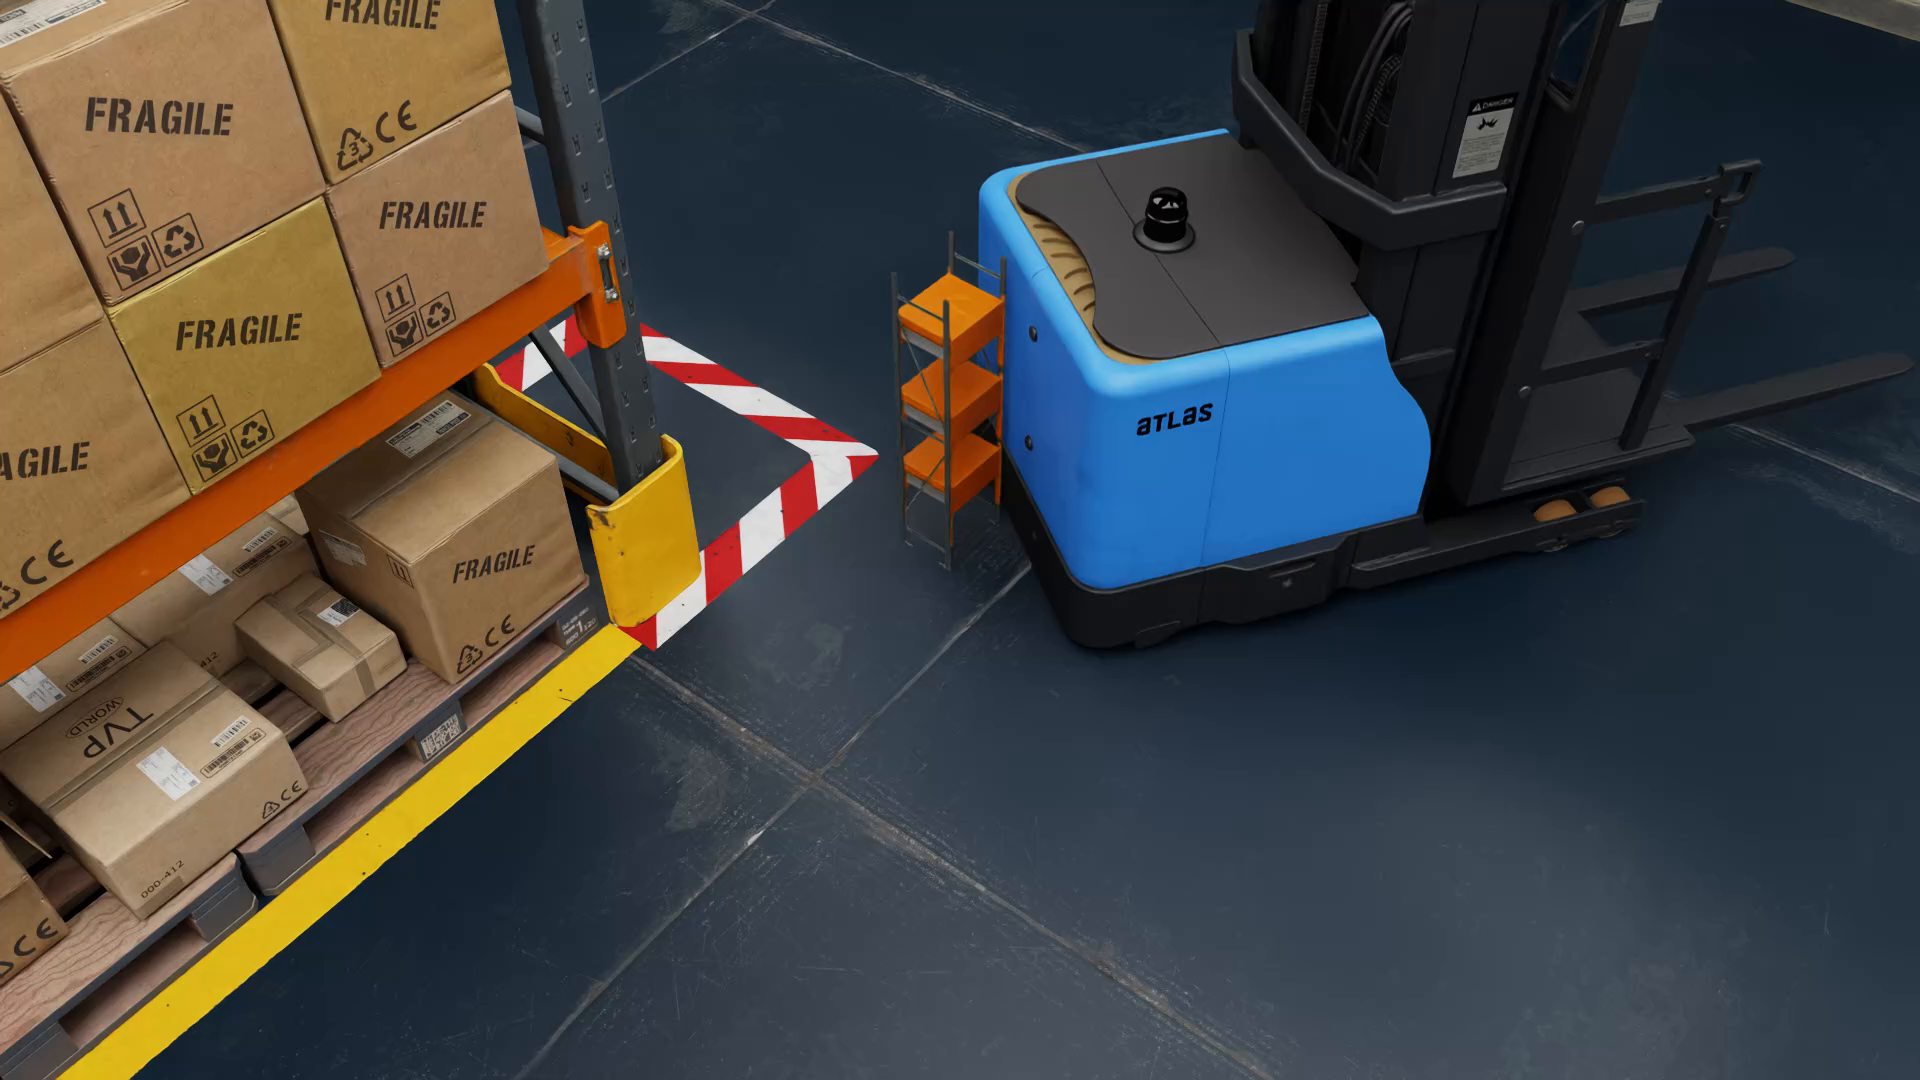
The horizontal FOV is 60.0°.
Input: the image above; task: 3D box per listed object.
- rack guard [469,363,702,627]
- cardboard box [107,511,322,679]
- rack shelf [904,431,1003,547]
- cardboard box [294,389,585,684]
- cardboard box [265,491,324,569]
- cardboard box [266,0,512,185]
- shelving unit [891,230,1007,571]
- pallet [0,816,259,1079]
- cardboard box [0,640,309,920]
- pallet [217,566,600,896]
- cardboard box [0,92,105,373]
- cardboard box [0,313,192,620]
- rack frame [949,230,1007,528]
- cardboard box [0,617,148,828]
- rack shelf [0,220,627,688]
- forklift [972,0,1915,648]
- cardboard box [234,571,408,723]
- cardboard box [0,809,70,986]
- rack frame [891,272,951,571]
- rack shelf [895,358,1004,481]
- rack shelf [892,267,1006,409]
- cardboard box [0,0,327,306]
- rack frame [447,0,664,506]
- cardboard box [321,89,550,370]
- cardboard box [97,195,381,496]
[{"bbox_3d":[-1.343,-0.247,5.141,1.175,0.500,0.348,29,53,25],"label":"rack guard"},{"bbox_3d":[-2.159,0.115,4.663,0.500,0.250,0.500,29,53,25],"label":"cardboard box"},{"bbox_3d":[-0.029,-0.183,5.097,0.215,0.259,0.240,31,54,26],"label":"rack shelf"},{"bbox_3d":[-1.434,-0.023,4.622,0.500,0.500,0.500,29,53,25],"label":"cardboard box"},{"bbox_3d":[-1.977,-0.097,4.923,0.380,0.166,0.250,29,53,25],"label":"cardboard box"},{"bbox_3d":[-1.351,-1.158,3.521,0.500,0.500,0.500,29,53,25],"label":"cardboard box"},{"bbox_3d":[-0.029,-0.382,4.889,0.215,1.050,0.252,31,54,26],"label":"shelving unit"},{"bbox_3d":[-2.576,1.004,4.145,1.003,0.211,1.213,29,53,25],"label":"pallet"},{"bbox_3d":[-2.038,0.594,4.206,0.500,0.250,0.500,29,53,25],"label":"cardboard box"},{"bbox_3d":[-1.830,0.309,4.809,1.003,0.211,1.213,29,53,25],"label":"pallet"},{"bbox_3d":[-1.972,-0.570,2.959,0.500,0.500,0.500,31,54,26],"label":"cardboard box"},{"bbox_3d":[-1.979,-0.231,3.327,0.500,0.500,0.500,30,53,25],"label":"cardboard box"},{"bbox_3d":[0.049,-0.450,4.954,0.200,1.050,0.008,31,54,26],"label":"rack frame"},{"bbox_3d":[-2.465,0.401,4.389,0.500,0.250,0.500,29,53,25],"label":"cardboard box"},{"bbox_3d":[-2.519,0.239,3.445,1.077,0.370,4.000,29,53,25],"label":"rack shelf"},{"bbox_3d":[1.616,-1.327,4.491,3.031,2.935,1.130,-13,48,-12],"label":"forklift"},{"bbox_3d":[-1.753,0.284,4.559,0.380,0.166,0.250,29,53,25],"label":"cardboard box"},{"bbox_3d":[-2.597,0.768,3.865,0.797,0.503,0.637,29,53,25],"label":"cardboard box"},{"bbox_3d":[-0.107,-0.314,4.824,0.200,1.050,0.008,31,54,26],"label":"rack frame"},{"bbox_3d":[-0.029,-0.375,4.897,0.215,0.259,0.240,31,54,26],"label":"rack shelf"},{"bbox_3d":[-0.029,-0.571,4.691,0.215,0.259,0.240,31,54,26],"label":"rack shelf"},{"bbox_3d":[-1.659,-0.869,3.245,0.500,0.500,0.500,31,54,26],"label":"cardboard box"},{"bbox_3d":[-1.296,-1.154,4.278,1.000,3.000,0.127,29,53,25],"label":"rack frame"},{"bbox_3d":[-1.355,-0.812,3.882,0.500,0.500,0.500,31,54,26],"label":"cardboard box"},{"bbox_3d":[-1.669,-0.514,3.597,0.500,0.500,0.500,30,53,25],"label":"cardboard box"}]
